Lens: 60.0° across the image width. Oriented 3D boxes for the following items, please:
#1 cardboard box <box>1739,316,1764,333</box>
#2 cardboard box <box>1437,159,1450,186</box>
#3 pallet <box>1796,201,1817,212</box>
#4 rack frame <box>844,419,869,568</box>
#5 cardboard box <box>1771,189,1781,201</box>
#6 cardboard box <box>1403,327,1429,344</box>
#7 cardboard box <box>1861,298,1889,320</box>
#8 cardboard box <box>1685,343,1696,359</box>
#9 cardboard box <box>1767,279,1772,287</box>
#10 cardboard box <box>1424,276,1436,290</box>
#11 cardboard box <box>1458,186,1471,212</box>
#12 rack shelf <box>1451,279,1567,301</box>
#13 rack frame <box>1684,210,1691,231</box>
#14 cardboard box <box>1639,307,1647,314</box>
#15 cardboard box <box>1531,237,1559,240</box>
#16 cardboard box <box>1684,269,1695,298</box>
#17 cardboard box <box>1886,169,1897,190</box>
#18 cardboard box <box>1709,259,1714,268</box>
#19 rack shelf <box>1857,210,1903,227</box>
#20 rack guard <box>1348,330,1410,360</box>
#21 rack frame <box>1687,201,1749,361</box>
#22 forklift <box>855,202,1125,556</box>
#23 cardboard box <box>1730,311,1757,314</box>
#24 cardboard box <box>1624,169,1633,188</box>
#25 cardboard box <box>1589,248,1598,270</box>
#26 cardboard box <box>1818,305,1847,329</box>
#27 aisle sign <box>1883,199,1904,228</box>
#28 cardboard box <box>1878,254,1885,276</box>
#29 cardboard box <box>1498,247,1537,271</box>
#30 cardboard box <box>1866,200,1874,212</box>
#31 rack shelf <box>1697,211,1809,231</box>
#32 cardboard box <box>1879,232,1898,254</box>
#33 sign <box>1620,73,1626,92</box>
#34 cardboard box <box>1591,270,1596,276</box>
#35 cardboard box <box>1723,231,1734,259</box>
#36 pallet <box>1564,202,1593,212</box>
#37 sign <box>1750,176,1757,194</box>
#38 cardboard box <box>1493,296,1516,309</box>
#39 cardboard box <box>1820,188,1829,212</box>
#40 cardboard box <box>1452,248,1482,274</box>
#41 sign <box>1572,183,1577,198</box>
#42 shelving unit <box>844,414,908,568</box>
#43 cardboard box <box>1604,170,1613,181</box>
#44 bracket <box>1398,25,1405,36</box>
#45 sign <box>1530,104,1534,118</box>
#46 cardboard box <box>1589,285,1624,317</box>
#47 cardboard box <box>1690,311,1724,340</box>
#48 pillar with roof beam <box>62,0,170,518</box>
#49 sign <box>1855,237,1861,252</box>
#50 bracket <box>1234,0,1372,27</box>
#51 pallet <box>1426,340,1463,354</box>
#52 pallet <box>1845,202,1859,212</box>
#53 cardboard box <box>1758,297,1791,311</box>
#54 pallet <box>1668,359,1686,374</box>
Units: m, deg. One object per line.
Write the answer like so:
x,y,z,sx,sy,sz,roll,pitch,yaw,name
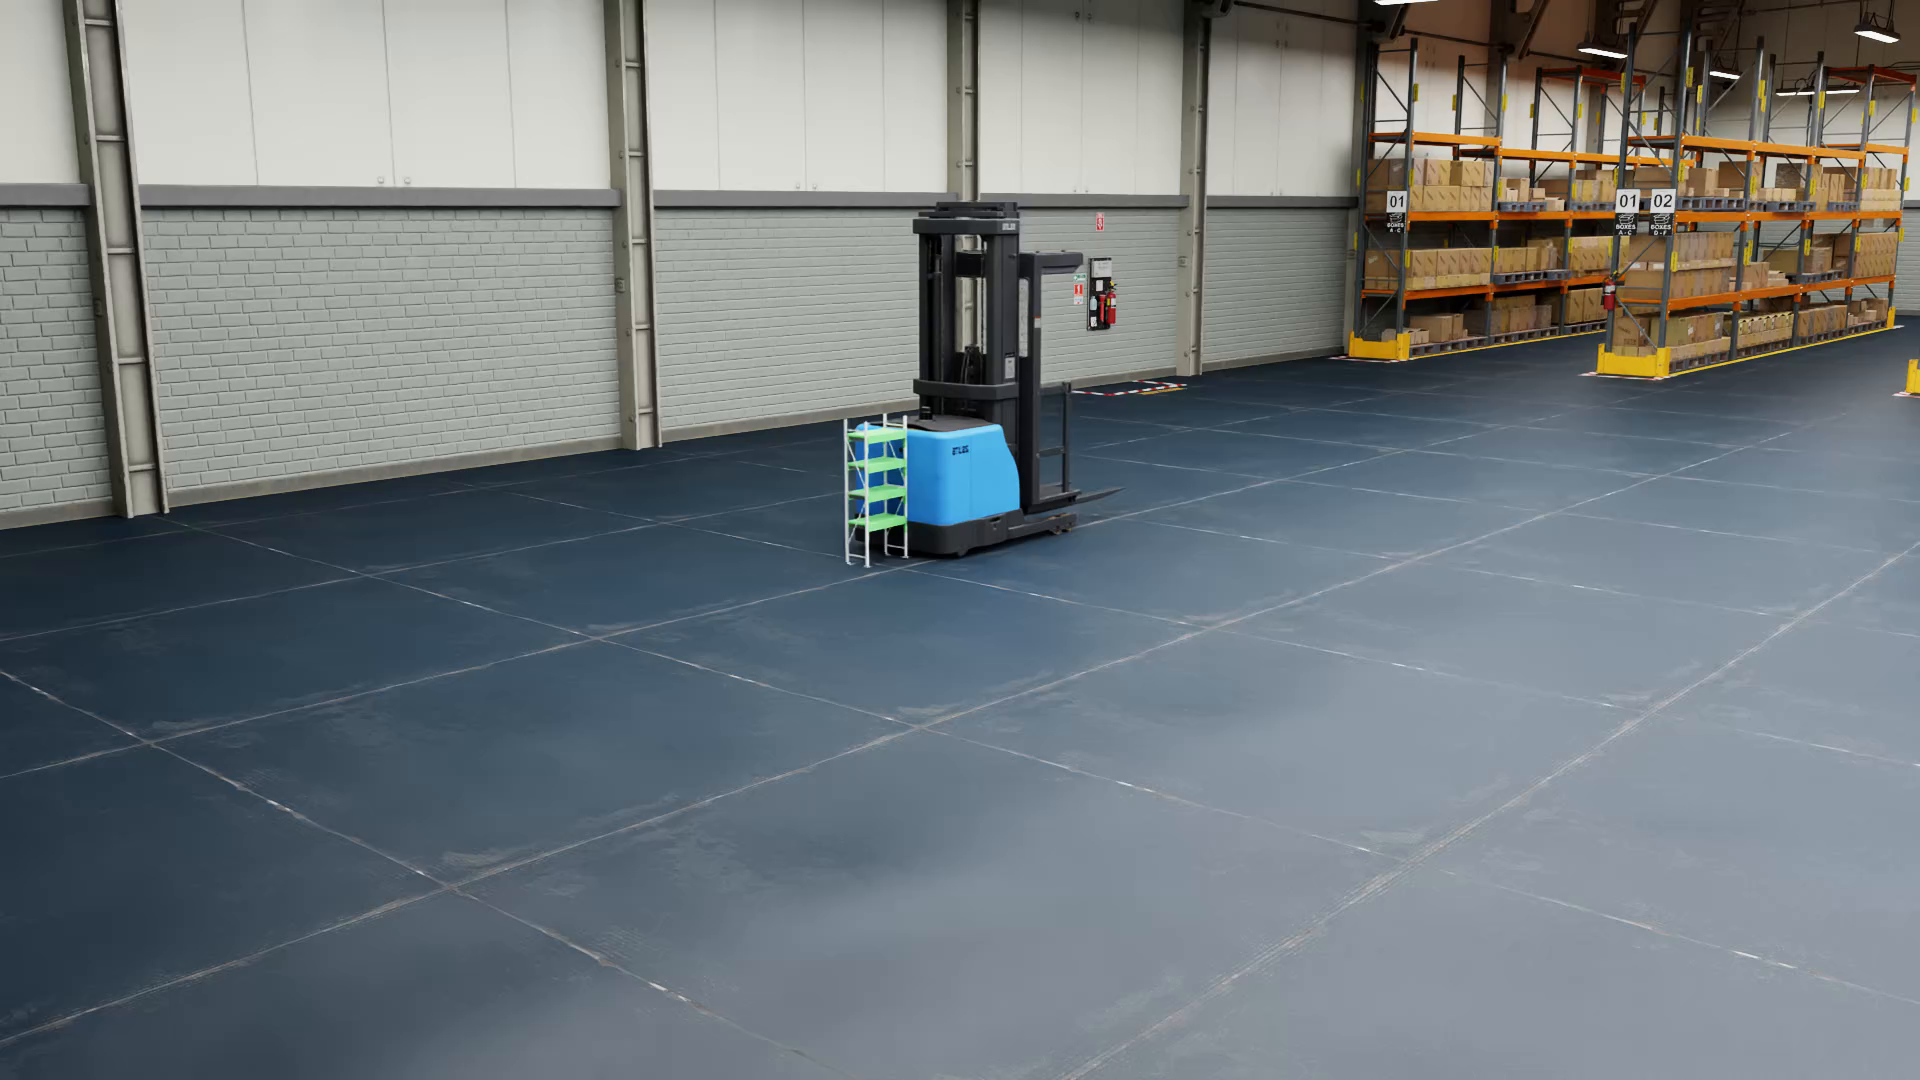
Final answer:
15.662,-4.302,33.107,0.500,0.311,0.500,9,14,38,cardboard box
9.299,-7.232,32.745,0.500,0.500,0.500,10,15,42,cardboard box
16.787,-6.847,34.156,1.213,0.211,1.003,11,16,43,pallet
-0.842,-0.375,13.525,0.240,1.200,0.015,9,14,38,rack frame
16.192,-6.947,33.487,0.500,0.250,0.500,9,15,39,cardboard box
9.064,-4.114,33.392,0.500,0.311,0.500,-11,15,-43,cardboard box
22.275,-5.635,40.524,0.500,0.500,0.500,10,15,40,cardboard box
13.066,-3.458,30.314,0.500,0.250,0.500,10,15,40,cardboard box
16.368,-5.262,34.038,0.250,0.149,0.380,-11,16,-43,cardboard box
9.056,-5.088,32.859,0.500,0.250,0.500,9,15,39,cardboard box
9.976,-6.896,33.612,0.500,0.500,0.500,9,14,38,cardboard box
12.124,-5.573,36.790,1.077,0.370,4.000,10,15,40,rack shelf
18.725,-7.397,44.086,1.000,3.000,0.127,10,15,40,rack frame
16.990,-5.959,42.196,0.700,0.500,0.500,10,15,40,cardboard box
13.549,-6.892,38.581,0.500,0.250,0.500,10,15,42,cardboard box
12.880,-4.669,30.174,0.700,0.500,0.500,10,15,41,cardboard box
22.122,-8.689,40.092,0.700,0.500,0.500,10,15,40,cardboard box
13.670,-5.104,30.696,0.380,0.149,0.250,10,15,42,cardboard box
21.128,-7.581,39.186,1.077,0.370,4.000,10,15,40,rack shelf
8.214,-3.828,32.601,1.175,0.500,0.348,10,15,40,rack guard
14.527,-4.991,32.043,1.000,3.000,0.127,10,15,40,rack frame
0.403,-1.537,14.921,1.130,2.935,3.031,9,14,38,forklift
16.261,-4.595,34.574,0.500,0.311,0.500,9,15,39,cardboard box
16.766,-8.897,41.080,0.500,0.500,0.500,10,15,40,cardboard box
14.638,-6.612,39.089,0.500,0.500,0.500,10,15,40,cardboard box
19.698,-5.049,37.589,0.500,0.500,0.500,10,15,40,cardboard box
22.724,-8.002,40.480,0.394,0.787,0.004,10,15,40,aisle sign
21.684,-6.555,39.618,0.500,0.500,0.500,10,15,41,cardboard box
12.336,-6.228,36.855,0.700,0.500,0.500,10,15,40,cardboard box
20.648,-7.678,38.220,0.500,0.250,0.500,10,15,40,cardboard box
15.848,-6.404,33.293,1.077,0.370,4.000,10,15,40,rack shelf
22.361,-7.195,40.269,0.500,0.500,0.500,10,15,40,cardboard box
11.489,-7.914,28.771,0.100,0.325,0.005,10,15,40,sign
14.840,-6.352,39.445,0.380,0.149,0.250,10,15,41,cardboard box
14.239,-5.610,31.575,0.700,0.500,0.500,10,15,41,cardboard box
13.829,-7.700,38.427,1.213,0.211,1.003,11,16,43,pallet
14.945,-6.683,31.332,0.100,0.325,0.005,10,15,40,sign
11.906,-5.242,36.640,0.500,0.250,0.500,9,15,39,cardboard box
18.110,-7.320,35.788,0.910,0.500,0.500,10,15,40,cardboard box
10.399,-5.751,34.266,0.500,0.500,0.500,10,15,40,cardboard box
13.851,-7.874,37.496,0.100,0.325,0.005,10,15,40,sign
-0.690,-0.412,13.713,0.258,1.200,0.503,9,14,38,shelving unit
15.405,-8.799,40.156,0.500,0.250,0.500,-11,16,-43,cardboard box
8.516,-9.980,32.512,0.235,0.232,0.430,10,15,40,bracket
13.025,-9.769,37.855,0.100,0.325,0.005,10,15,40,sign
15.753,-5.848,40.746,0.750,0.750,0.750,10,15,41,cardboard box
14.047,-4.048,31.354,0.500,0.500,0.500,10,15,40,cardboard box
-4.633,-4.112,12.323,9.100,9.000,0.400,10,15,40,pillar with roof beam
20.228,-6.665,37.466,0.100,0.325,0.005,10,15,40,sign
6.256,-9.476,29.990,0.076,0.066,4.783,10,15,40,bracket
9.582,-3.980,34.099,1.003,0.211,1.213,10,15,40,pallet
19.325,-7.460,37.225,1.213,0.211,1.003,10,15,40,pallet
17.643,-5.114,36.003,0.500,0.250,0.500,11,15,42,cardboard box
12.360,-3.153,29.960,1.003,0.211,1.213,10,15,40,pallet
